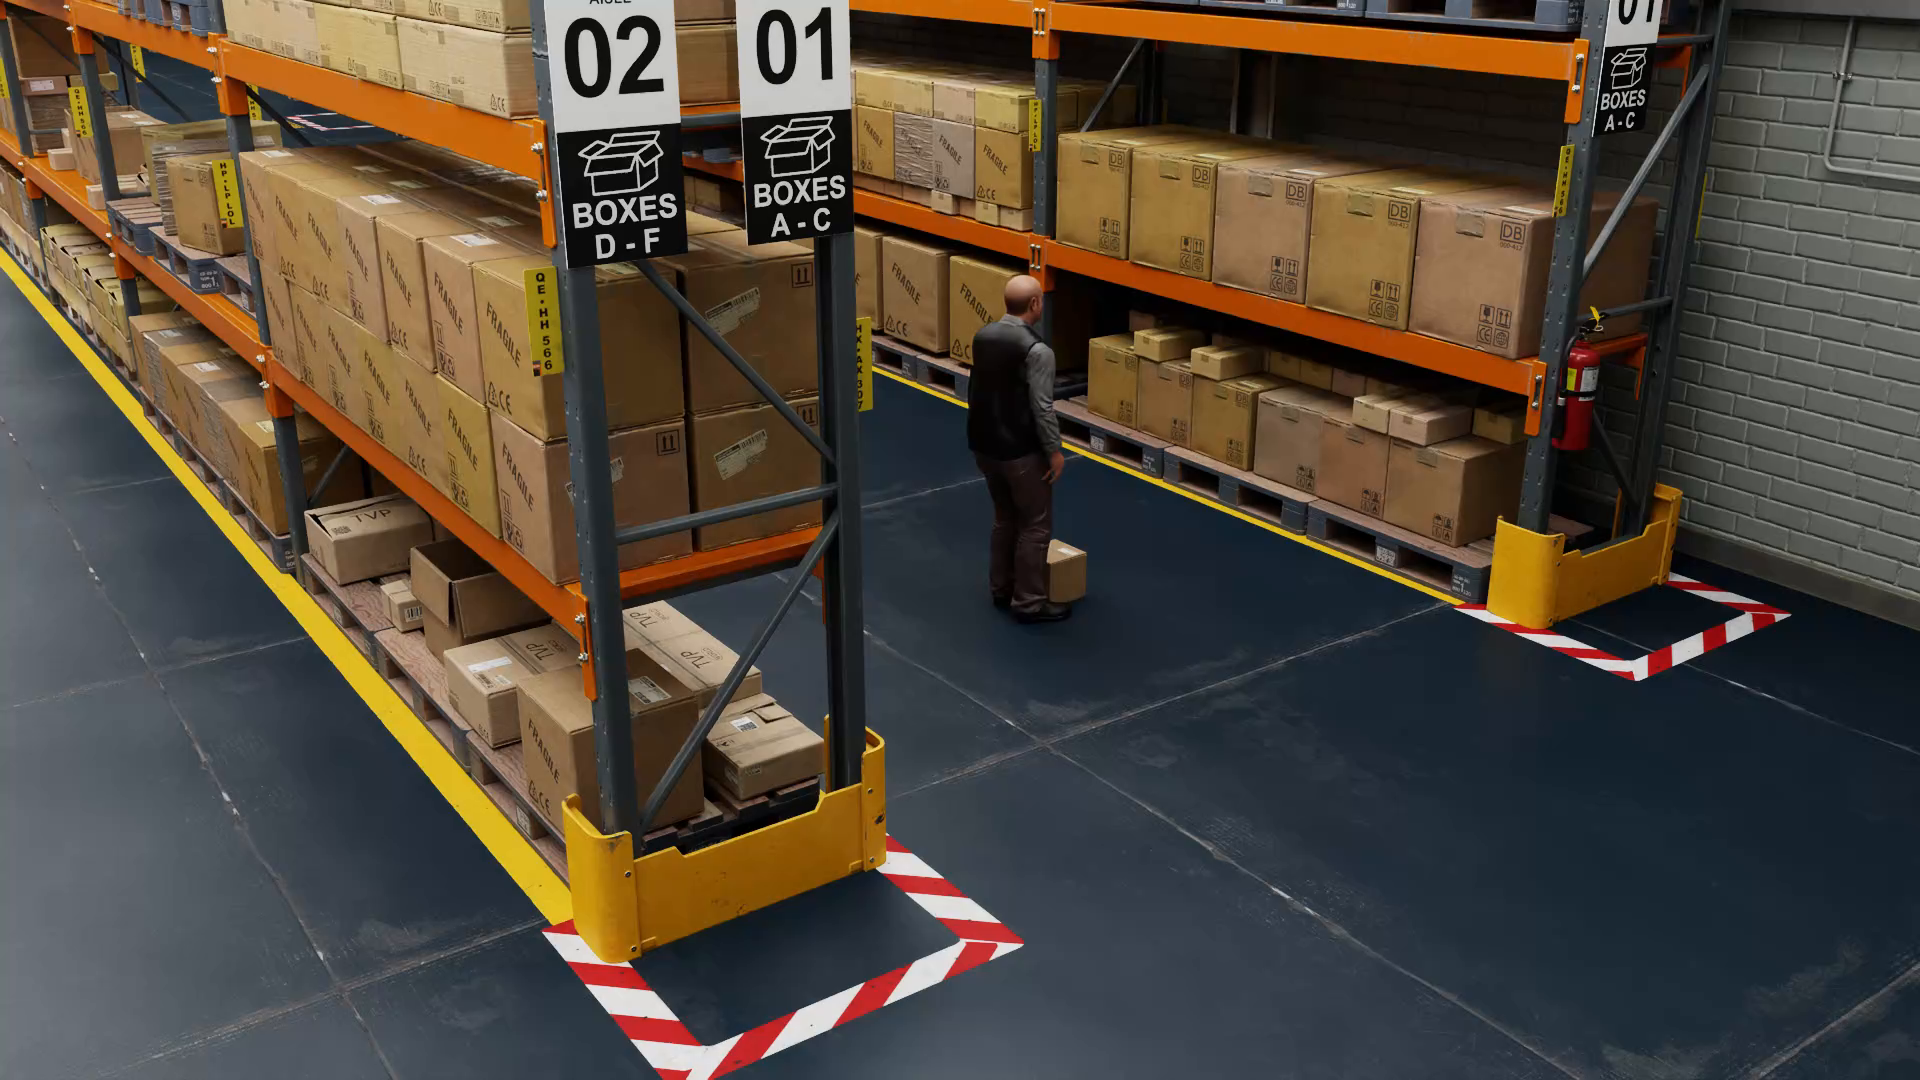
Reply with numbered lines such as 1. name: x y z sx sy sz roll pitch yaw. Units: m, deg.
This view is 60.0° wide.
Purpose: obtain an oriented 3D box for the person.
1. person: 0.279 -0.459 8.297 0.465 1.722 0.591 -16 26 -35
